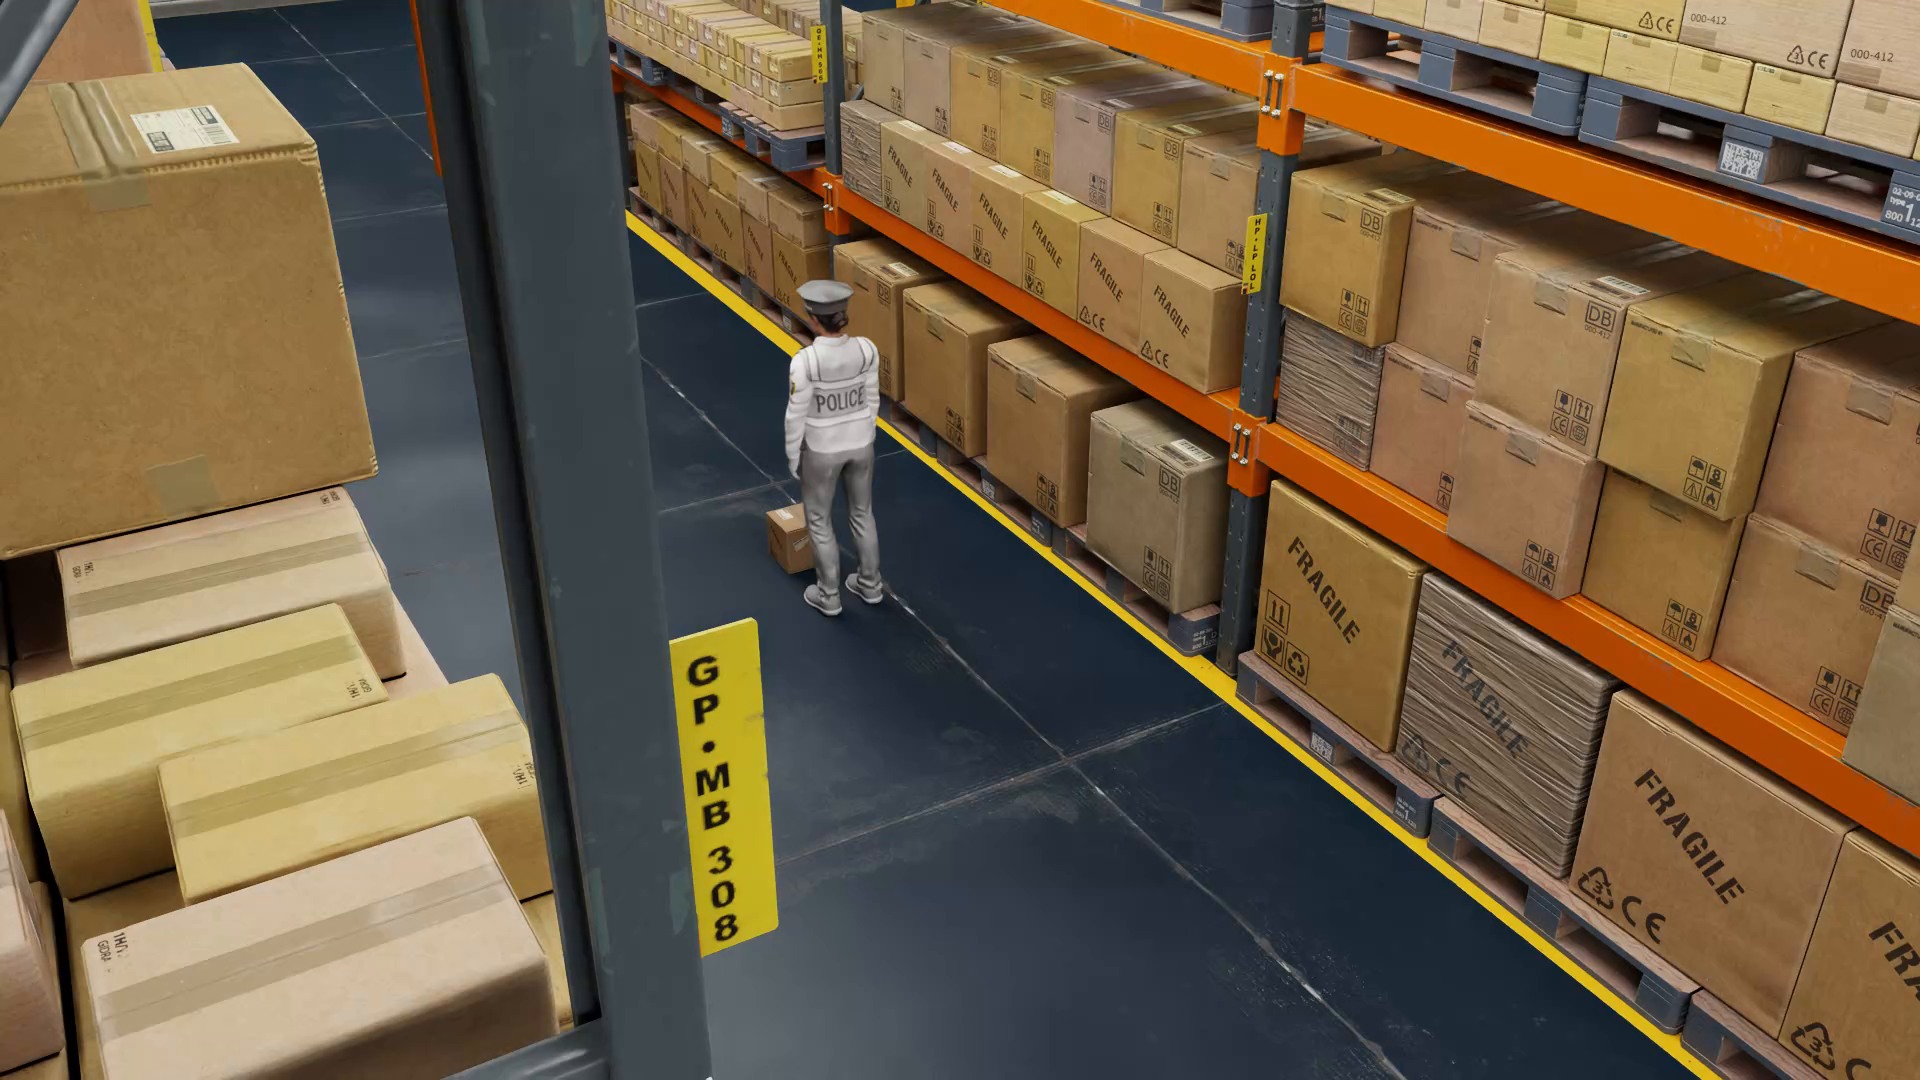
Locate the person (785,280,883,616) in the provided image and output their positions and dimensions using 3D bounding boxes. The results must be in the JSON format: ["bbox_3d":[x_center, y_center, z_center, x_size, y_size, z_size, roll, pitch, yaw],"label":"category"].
[{"bbox_3d":[-0.606,-0.422,7.889,0.470,1.663,0.327,-15,33,-25],"label":"person"}]
